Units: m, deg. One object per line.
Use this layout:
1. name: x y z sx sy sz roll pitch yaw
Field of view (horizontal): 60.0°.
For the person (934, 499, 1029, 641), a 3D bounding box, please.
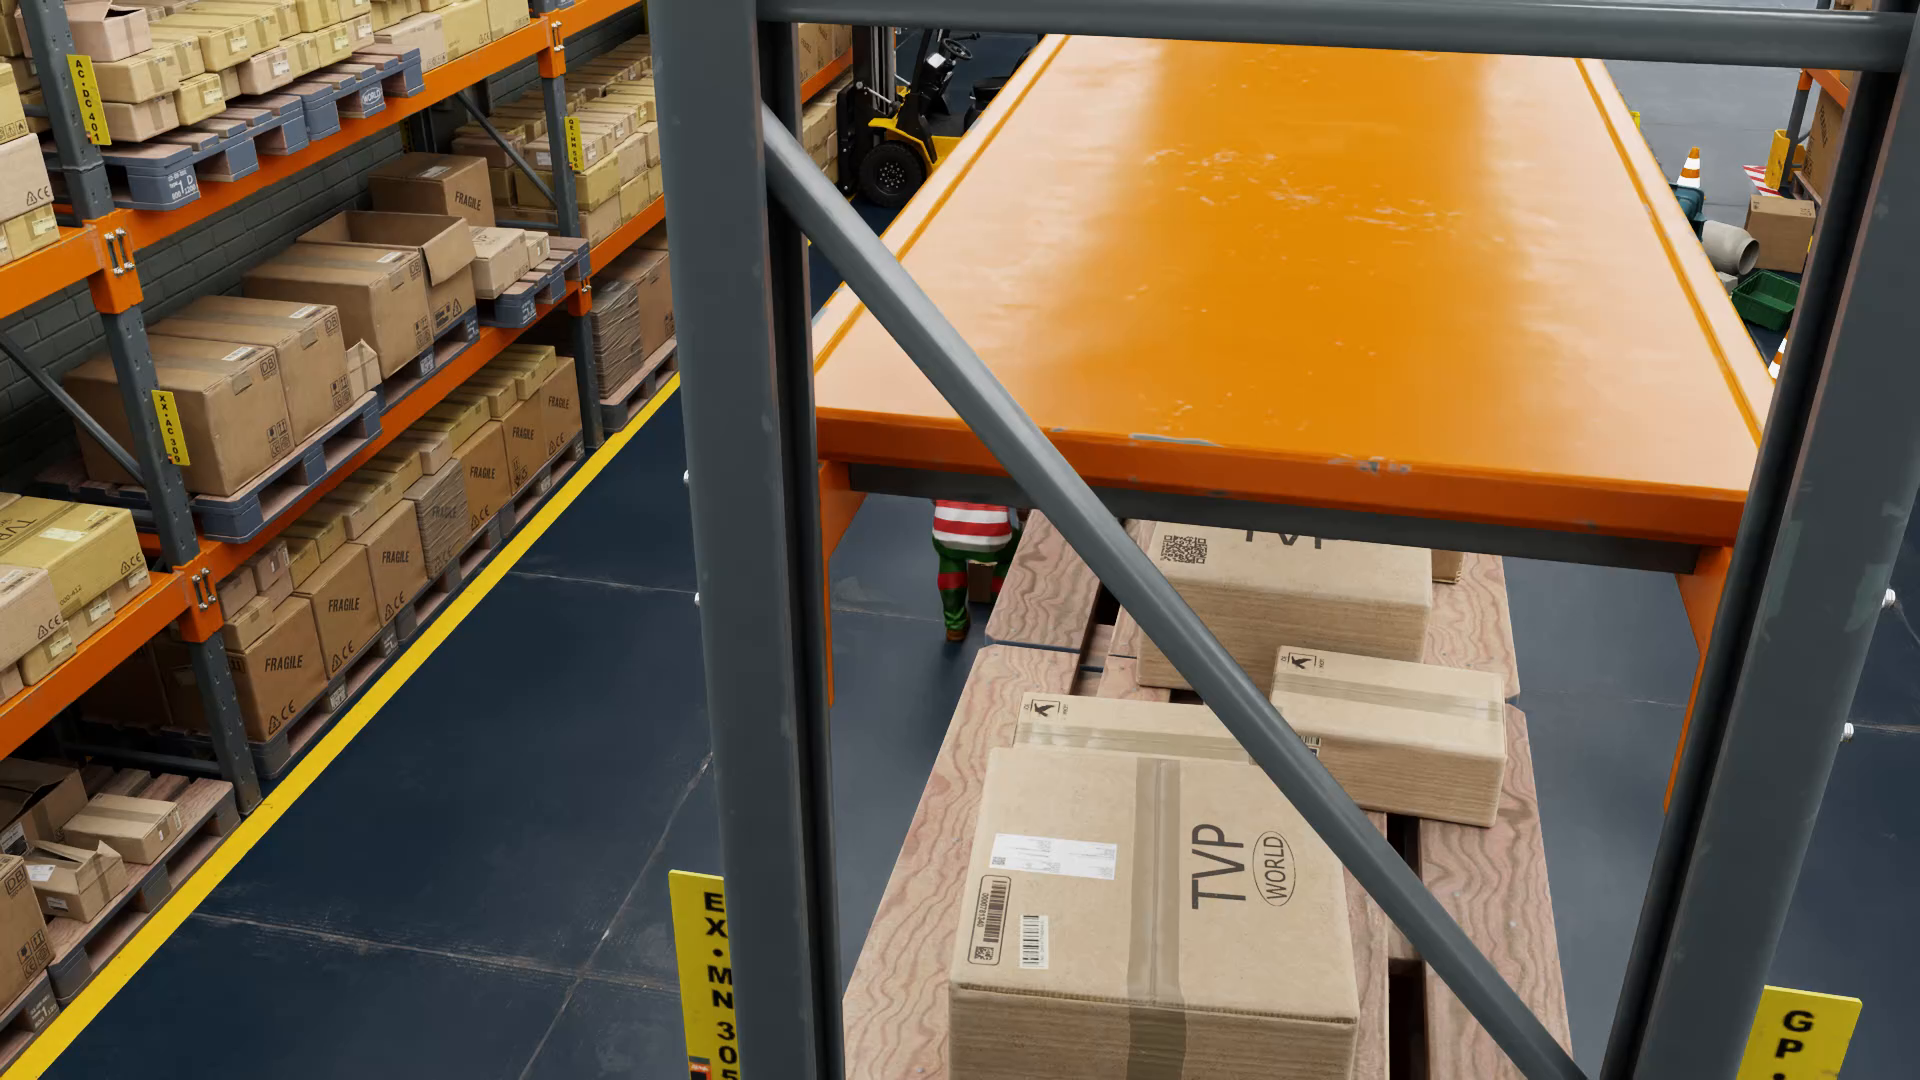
1. person: 0.108 0.070 8.942 0.561 0.878 0.887 6 29 11
